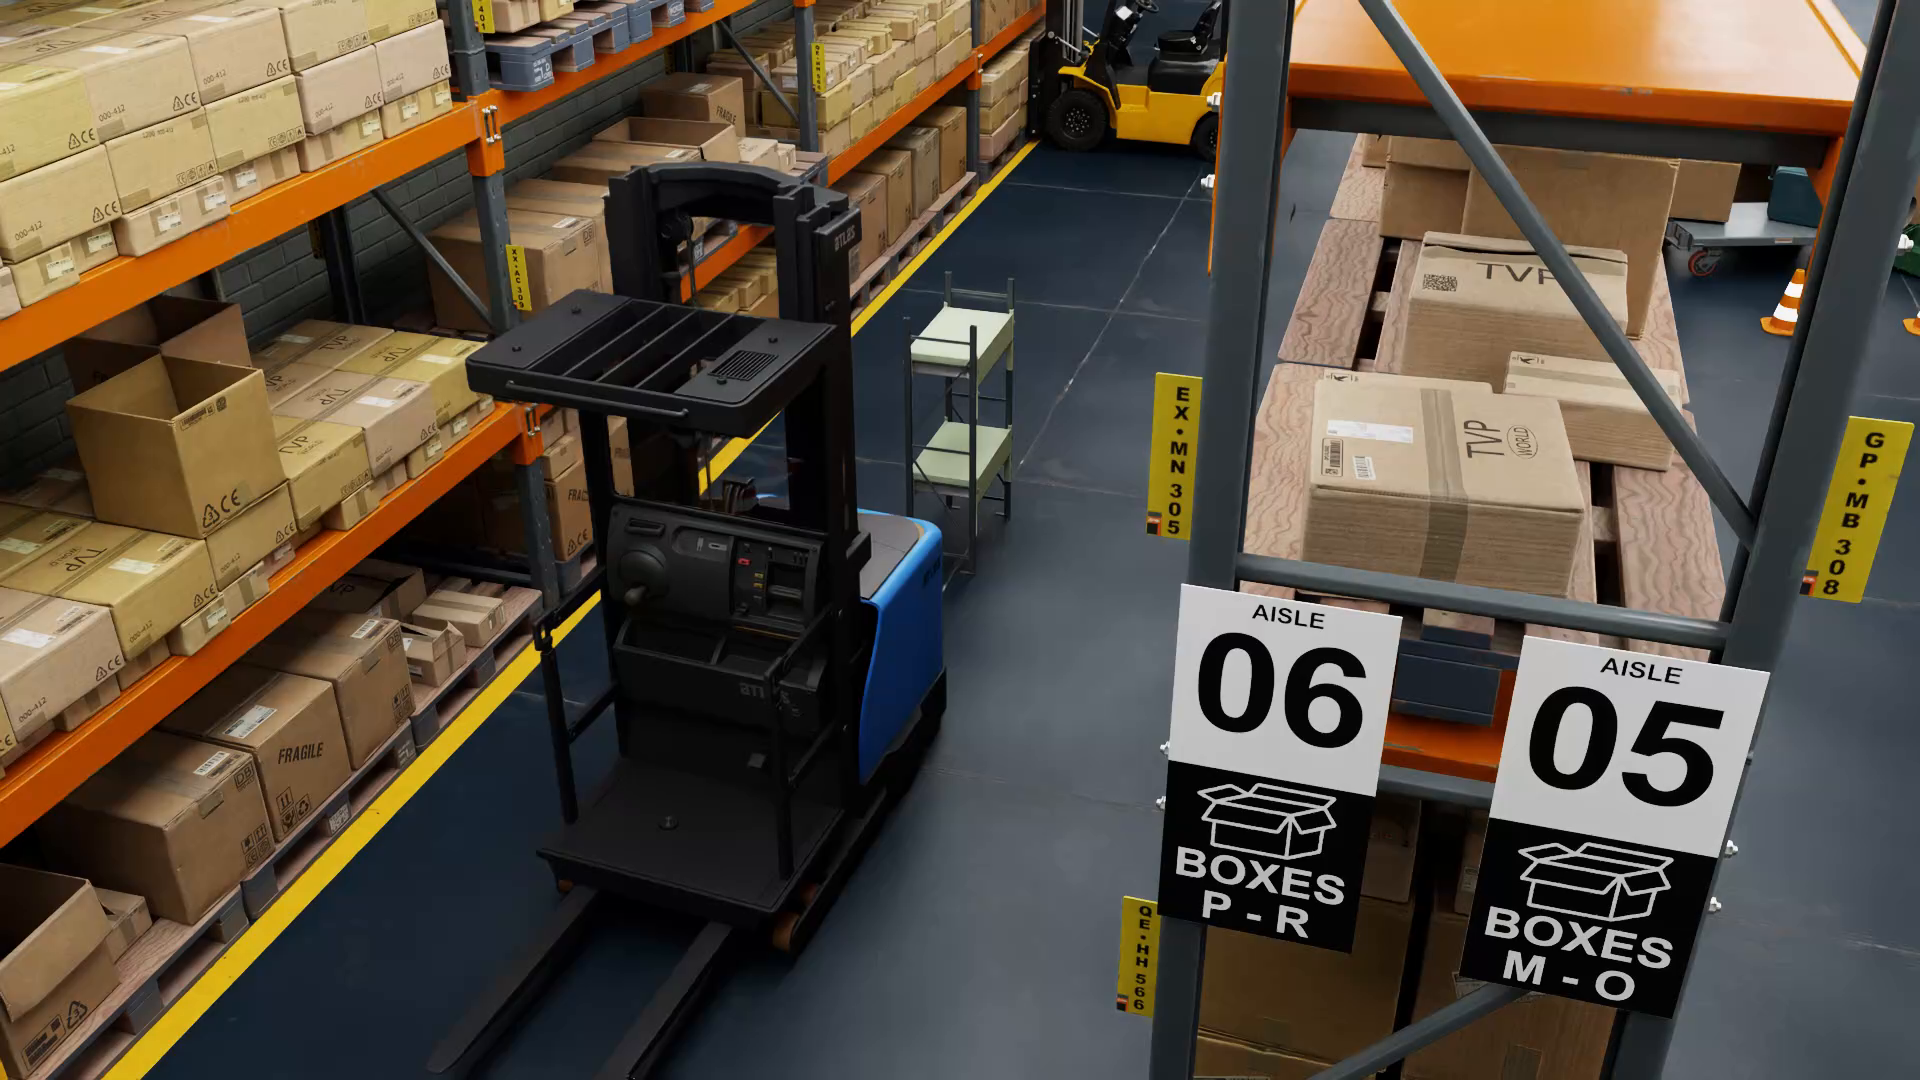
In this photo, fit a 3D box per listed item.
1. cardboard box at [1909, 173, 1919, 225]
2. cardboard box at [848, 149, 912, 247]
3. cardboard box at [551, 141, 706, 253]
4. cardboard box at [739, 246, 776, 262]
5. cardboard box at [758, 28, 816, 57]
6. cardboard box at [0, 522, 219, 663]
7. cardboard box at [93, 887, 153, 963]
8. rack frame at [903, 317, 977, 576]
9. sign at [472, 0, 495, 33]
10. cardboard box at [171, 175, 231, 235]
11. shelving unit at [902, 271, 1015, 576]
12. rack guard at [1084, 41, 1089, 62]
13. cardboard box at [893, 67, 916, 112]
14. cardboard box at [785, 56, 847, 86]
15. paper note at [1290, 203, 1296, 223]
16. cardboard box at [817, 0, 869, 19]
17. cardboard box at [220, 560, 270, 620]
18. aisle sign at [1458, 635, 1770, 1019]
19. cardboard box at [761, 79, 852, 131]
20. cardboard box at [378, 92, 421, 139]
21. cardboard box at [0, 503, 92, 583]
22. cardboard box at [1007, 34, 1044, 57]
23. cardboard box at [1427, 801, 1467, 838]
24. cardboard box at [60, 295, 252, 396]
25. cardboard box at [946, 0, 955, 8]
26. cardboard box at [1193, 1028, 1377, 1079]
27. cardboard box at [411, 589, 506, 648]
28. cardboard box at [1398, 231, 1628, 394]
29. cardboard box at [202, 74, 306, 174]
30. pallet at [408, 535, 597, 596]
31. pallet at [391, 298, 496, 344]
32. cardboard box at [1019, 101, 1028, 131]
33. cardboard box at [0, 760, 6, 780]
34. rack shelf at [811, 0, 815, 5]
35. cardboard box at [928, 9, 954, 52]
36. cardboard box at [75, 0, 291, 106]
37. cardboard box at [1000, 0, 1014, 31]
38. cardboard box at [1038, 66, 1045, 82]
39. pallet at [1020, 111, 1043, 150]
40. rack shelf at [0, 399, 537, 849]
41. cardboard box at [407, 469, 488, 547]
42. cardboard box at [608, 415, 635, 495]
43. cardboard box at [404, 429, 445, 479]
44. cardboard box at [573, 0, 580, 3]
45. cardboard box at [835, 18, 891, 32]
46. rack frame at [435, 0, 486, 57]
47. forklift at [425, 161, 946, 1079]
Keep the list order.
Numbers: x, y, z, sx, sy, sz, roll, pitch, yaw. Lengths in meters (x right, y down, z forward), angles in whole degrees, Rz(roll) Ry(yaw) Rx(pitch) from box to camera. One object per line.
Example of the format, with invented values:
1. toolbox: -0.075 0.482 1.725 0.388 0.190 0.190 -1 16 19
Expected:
1. cardboard box: 8.669 -3.094 14.795 0.500 0.500 0.500 14 32 23
2. cardboard box: -0.910 -2.876 13.845 0.875 0.625 0.625 7 30 13
3. cardboard box: -1.924 -1.991 9.709 0.700 0.500 0.500 8 30 15
4. cardboard box: -1.391 -1.933 11.612 0.380 0.149 0.250 7 30 12
5. cardboard box: -1.325 -3.815 12.753 0.380 0.149 0.250 8 30 15
6. cardboard box: -3.152 0.186 6.178 0.500 0.250 0.500 8 30 14
7. cardboard box: -3.404 1.493 6.481 0.380 0.149 0.250 7 30 13
8. rack frame: -0.105 -0.488 9.085 0.400 1.500 0.023 8 30 15
9. sign: -2.141 -2.429 7.413 0.100 0.325 0.005 8 30 15
10. cardboard box: -2.909 -1.238 6.062 0.380 0.149 0.250 9 30 16
11. shelving unit: 0.002 -0.659 9.391 0.431 1.500 0.755 8 30 15
12. rack guard: 0.867 -5.461 19.053 1.175 0.500 0.348 8 30 15
13. cardboard box: -0.673 -3.645 13.370 0.500 0.250 0.500 9 30 16
14. cardboard box: -1.036 -3.382 11.974 0.380 0.149 0.250 9 30 16
15. paper note: 0.970 -0.955 4.860 0.006 0.032 0.123 9 30 15
16. cardboard box: -0.978 -4.411 13.824 0.380 0.149 0.250 8 30 15
17. cardboard box: -2.994 0.173 6.613 0.380 0.149 0.250 9 30 16
18. aisle sign: 1.166 0.539 3.022 0.394 0.787 0.004 8 30 15
19. cardboard box: -1.100 -3.145 11.958 0.500 0.250 0.500 8 30 15
20. cardboard box: -2.560 -1.844 7.152 0.380 0.149 0.250 8 30 15
21. cardboard box: -3.652 0.108 6.318 0.500 0.250 0.500 9 30 16
22. cardboard box: 0.584 -4.994 17.010 0.500 0.250 0.500 8 30 14
23. cardboard box: 1.288 0.578 3.826 0.380 0.149 0.250 9 30 16
24. cardboard box: -3.353 -0.704 7.006 0.500 0.500 0.500 8 30 13
25. cardboard box: -0.260 -4.698 14.339 0.380 0.149 0.250 8 30 14
26. cardboard box: 0.799 1.294 4.235 0.500 0.500 0.500 9 30 15
27. cardboard box: -2.545 0.397 8.450 0.380 0.149 0.250 8 30 13
28. cardboard box: 1.397 -0.588 4.192 0.500 0.311 0.500 9 30 16
29. cardboard box: -2.868 -1.601 6.306 0.500 0.250 0.500 9 30 16
30. pallet: -2.459 -0.130 9.767 1.003 0.211 1.213 8 30 15
31. pallet: -2.323 -1.238 9.087 1.003 0.211 1.213 8 30 15
32. cardboard box: 0.415 -4.322 16.830 0.500 0.250 0.500 9 30 16
33. cardboard box: -3.447 0.765 5.548 0.380 0.149 0.250 9 30 16
34. rack shelf: -0.901 -4.750 12.858 1.077 0.370 4.000 8 30 15
35. cardboard box: -0.358 -4.332 14.091 0.500 0.250 0.500 8 30 14
36. cardboard box: -2.877 -1.819 6.183 0.500 0.250 0.500 9 30 16
37. cardboard box: 0.203 -5.140 15.802 0.500 0.500 0.500 9 30 16
38. cardboard box: 0.577 -4.765 17.113 0.500 0.250 0.500 8 30 15
39. pallet: 0.316 -4.397 17.437 1.003 0.211 1.213 8 30 15
40. rack shelf: -3.249 0.278 6.904 1.077 0.370 4.000 8 30 15
41. cardboard box: -2.801 -0.327 9.392 0.500 0.500 0.500 8 30 15
42. cardboard box: -2.158 -0.498 9.700 0.500 0.500 0.500 8 30 14
43. cardboard box: -2.623 -0.423 7.684 0.380 0.149 0.250 9 30 16
44. cardboard box: -2.104 -2.723 8.197 0.380 0.149 0.250 9 30 15
45. cardboard box: -0.760 -3.994 13.074 0.380 0.149 0.250 8 30 15
46. rack frame: -2.662 -3.587 6.942 1.000 3.000 0.127 8 30 15
47. forklift: -1.059 0.164 6.440 1.130 2.935 3.031 10 31 18
